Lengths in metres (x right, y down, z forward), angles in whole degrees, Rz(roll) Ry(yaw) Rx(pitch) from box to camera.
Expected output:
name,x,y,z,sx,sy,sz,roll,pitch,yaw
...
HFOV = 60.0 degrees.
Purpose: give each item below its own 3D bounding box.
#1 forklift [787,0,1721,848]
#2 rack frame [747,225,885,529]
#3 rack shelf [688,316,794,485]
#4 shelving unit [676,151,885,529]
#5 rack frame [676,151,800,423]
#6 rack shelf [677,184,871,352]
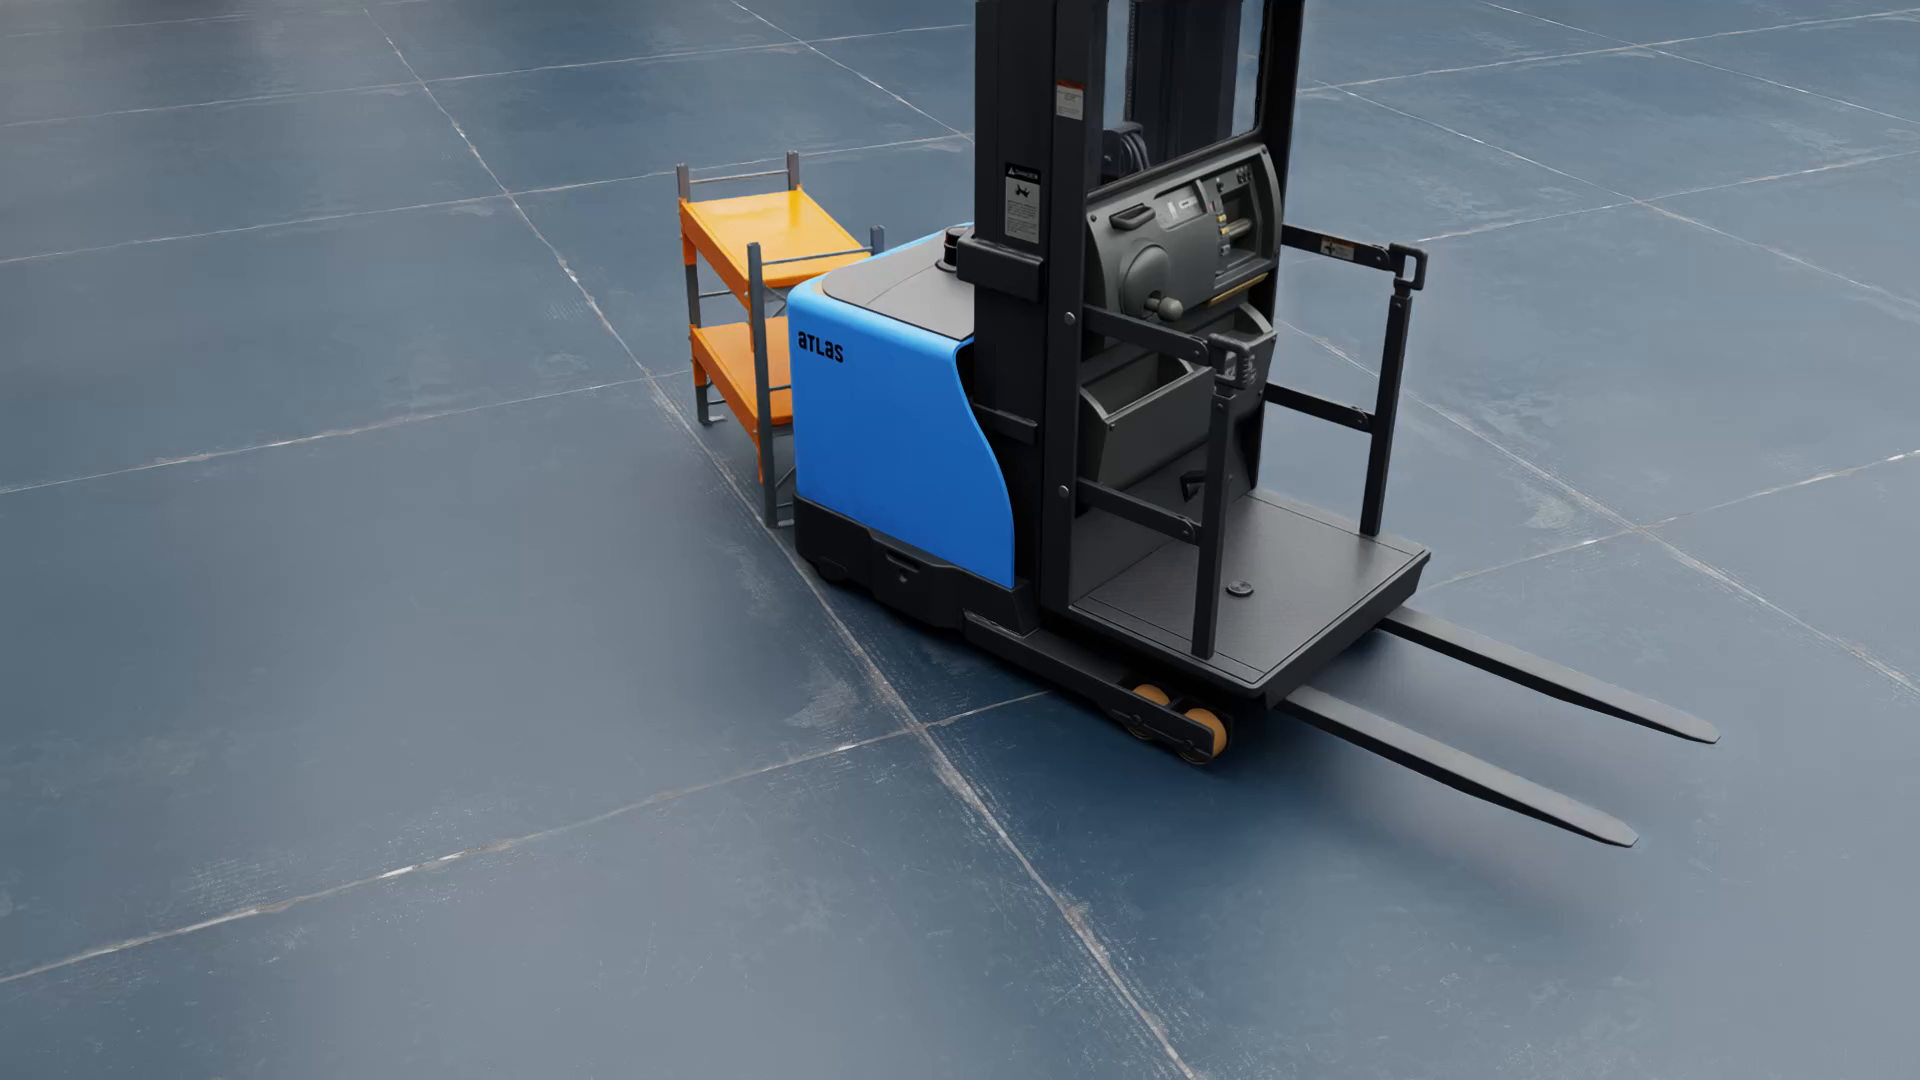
name,x,y,z,sx,sy,sz,roll,pitch,yaw
forklift,0.841,-0.890,4.841,3.031,2.935,1.130,23,37,35
rack frame,-0.508,-0.585,6.143,0.500,1.125,0.032,-11,31,-19
rack shelf,-0.700,-0.601,6.672,0.538,0.278,1.000,-11,31,-19
shelving unit,-0.700,-0.815,6.553,0.538,1.125,1.048,-11,31,-19
rack frame,-0.893,-1.045,6.963,0.500,1.125,0.032,-11,31,-19
rack shelf,-0.700,-1.070,6.410,0.538,0.278,1.000,-11,31,-19
